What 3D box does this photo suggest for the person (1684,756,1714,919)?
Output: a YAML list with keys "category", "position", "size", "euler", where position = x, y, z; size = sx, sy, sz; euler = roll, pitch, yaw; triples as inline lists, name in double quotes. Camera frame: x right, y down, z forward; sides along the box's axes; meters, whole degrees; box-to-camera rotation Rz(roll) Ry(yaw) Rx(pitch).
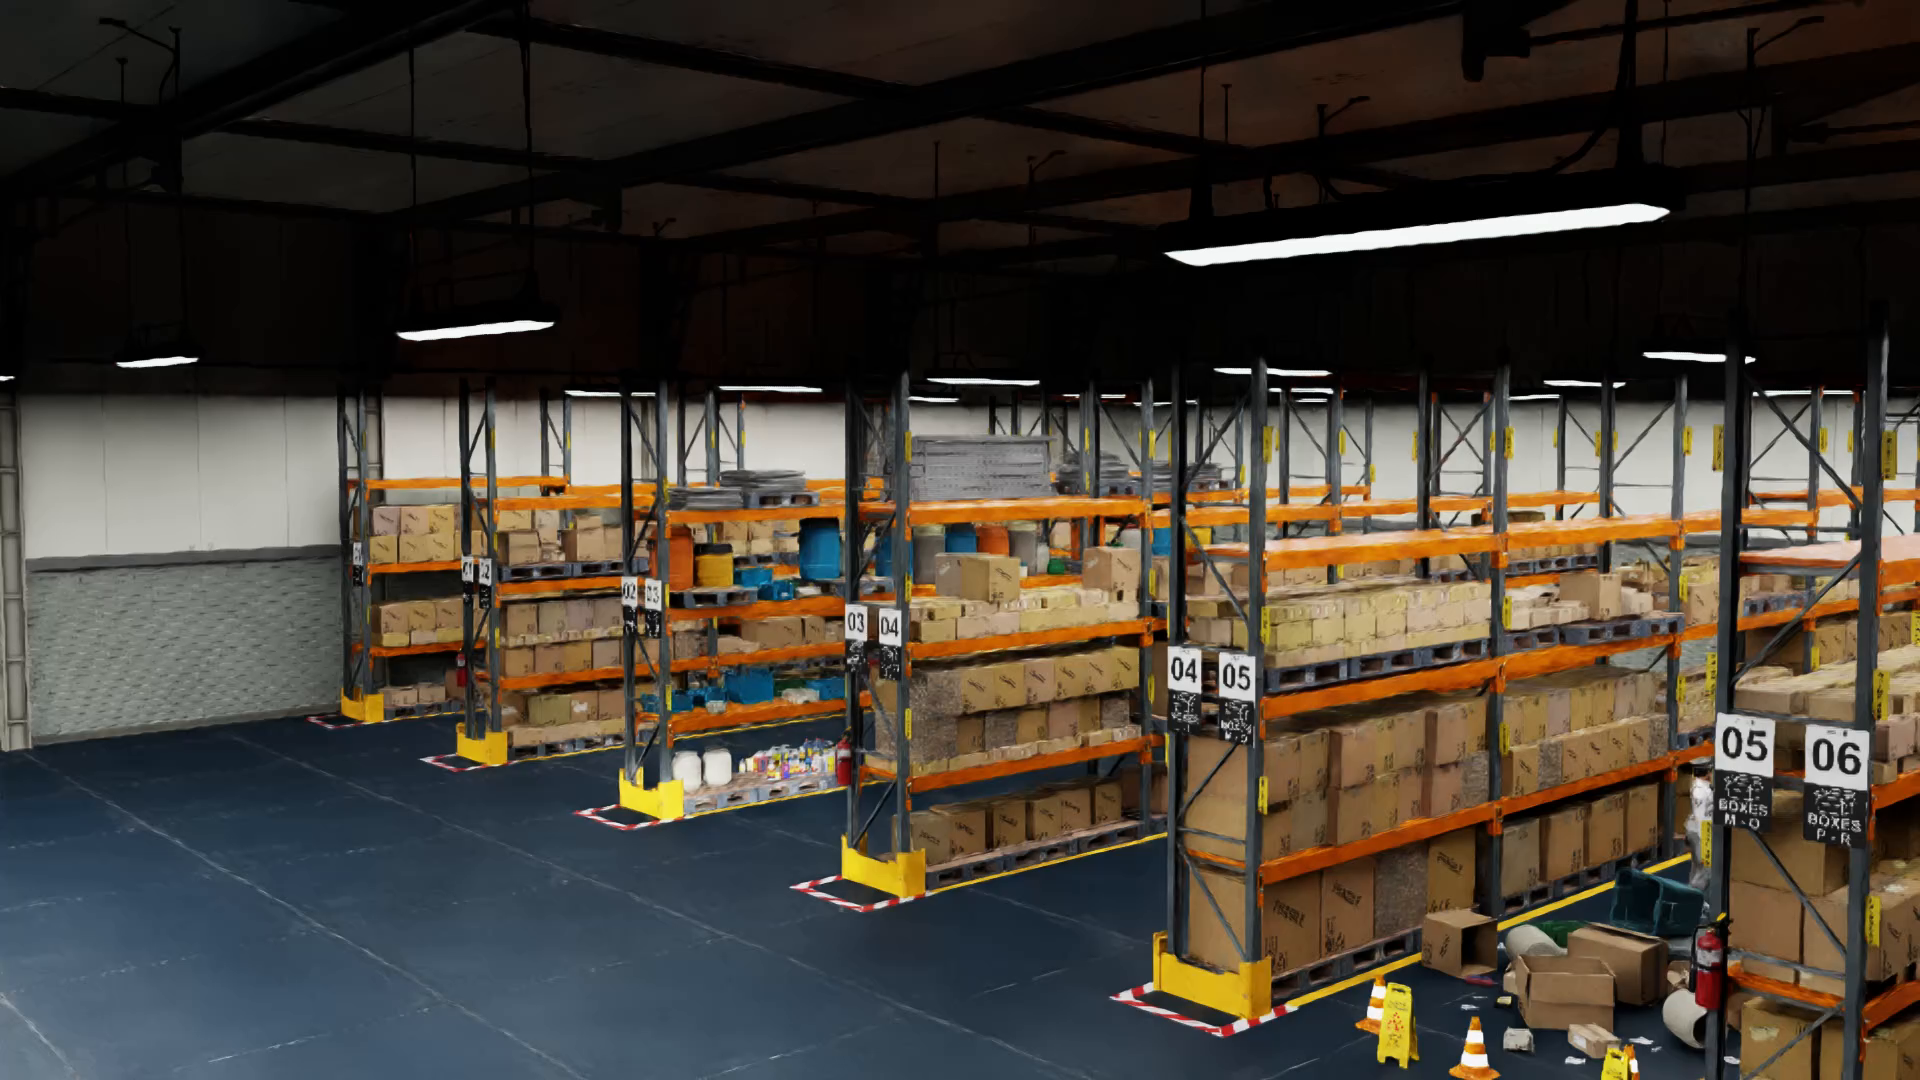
- category: "person"
  position: [7.956, 3.179, 17.818]
  size: [0.352, 1.728, 0.538]
  euler: [1, 4, 21]
